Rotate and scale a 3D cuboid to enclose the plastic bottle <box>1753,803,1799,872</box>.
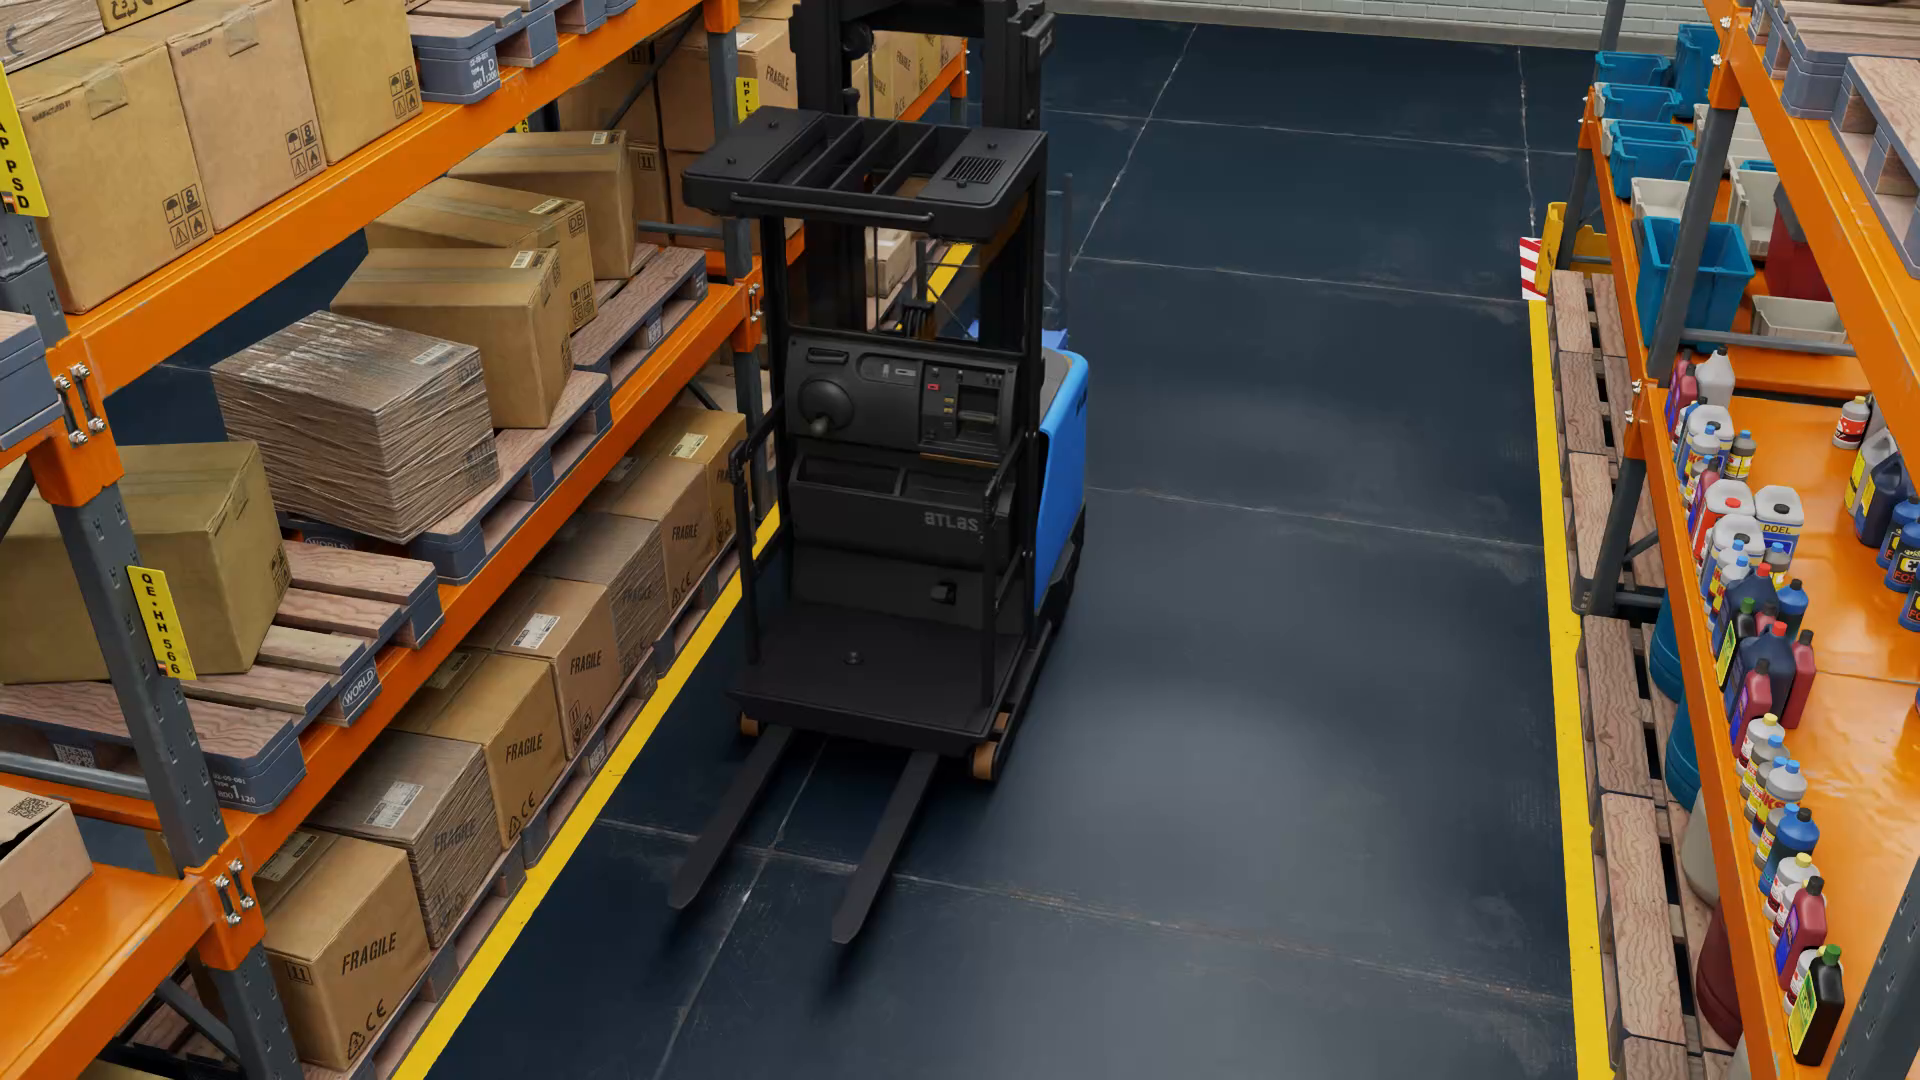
[{"bbox_3d":[2.179,0.784,4.406,0.097,0.201,0.097,0,32,0],"label":"plastic bottle"}]

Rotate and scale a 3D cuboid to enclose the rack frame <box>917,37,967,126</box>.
[{"bbox_3d":[-0.451,-3.531,11.008,1.000,3.000,0.127,8,33,12],"label":"rack frame"}]

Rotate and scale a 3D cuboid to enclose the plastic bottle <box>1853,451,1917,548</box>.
[{"bbox_3d":[3.221,-0.160,5.752,0.144,0.351,0.185,8,33,12],"label":"plastic bottle"}]

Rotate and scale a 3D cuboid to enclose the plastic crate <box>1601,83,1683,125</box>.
[{"bbox_3d":[3.791,-2.384,9.305,0.416,0.233,0.300,8,33,12],"label":"plastic crate"}]

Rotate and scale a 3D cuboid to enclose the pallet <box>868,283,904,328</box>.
[{"bbox_3d":[-0.983,-1.270,10.050,1.003,0.211,1.213,8,33,12],"label":"pallet"}]

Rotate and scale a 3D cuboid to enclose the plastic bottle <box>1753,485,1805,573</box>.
[{"bbox_3d":[2.750,-0.037,5.628,0.152,0.276,0.135,8,33,12],"label":"plastic bottle"}]

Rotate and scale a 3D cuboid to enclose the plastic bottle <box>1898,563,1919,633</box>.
[{"bbox_3d":[3.098,0.158,5.325,0.097,0.271,0.097,0,32,0],"label":"plastic bottle"}]

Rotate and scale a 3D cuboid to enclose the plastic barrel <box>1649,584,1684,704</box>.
[{"bbox_3d":[3.170,0.210,6.689,0.600,0.901,0.708,8,33,12],"label":"plastic barrel"}]

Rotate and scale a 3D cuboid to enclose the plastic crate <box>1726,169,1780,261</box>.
[{"bbox_3d":[3.890,-1.521,7.902,0.437,0.282,0.530,8,33,12],"label":"plastic crate"}]

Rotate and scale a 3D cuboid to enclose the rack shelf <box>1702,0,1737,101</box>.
[{"bbox_3d":[3.832,-2.779,7.700,1.077,0.370,4.000,8,33,12],"label":"rack shelf"}]

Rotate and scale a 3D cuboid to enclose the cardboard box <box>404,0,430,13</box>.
[{"bbox_3d":[-2.001,-2.039,5.287,0.600,0.600,0.600,7,33,10],"label":"cardboard box"}]

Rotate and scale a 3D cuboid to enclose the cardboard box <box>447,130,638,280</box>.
[{"bbox_3d":[-1.803,-1.459,7.265,0.700,0.500,0.500,-3,33,-4],"label":"cardboard box"}]

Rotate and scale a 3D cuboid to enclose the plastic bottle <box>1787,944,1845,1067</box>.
[{"bbox_3d":[1.999,1.078,3.867,0.061,0.283,0.133,8,33,12],"label":"plastic bottle"}]

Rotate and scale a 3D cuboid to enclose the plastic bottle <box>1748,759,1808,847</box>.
[{"bbox_3d":[2.203,0.704,4.466,0.097,0.271,0.097,0,32,0],"label":"plastic bottle"}]

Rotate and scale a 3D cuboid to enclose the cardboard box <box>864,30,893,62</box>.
[{"bbox_3d":[-0.683,-2.928,9.035,0.500,0.500,0.500,9,34,14],"label":"cardboard box"}]

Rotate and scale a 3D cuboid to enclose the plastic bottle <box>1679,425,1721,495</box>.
[{"bbox_3d":[2.689,-0.290,6.030,0.097,0.271,0.097,0,32,0],"label":"plastic bottle"}]

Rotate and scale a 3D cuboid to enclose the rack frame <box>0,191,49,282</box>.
[{"bbox_3d":[-2.481,-1.911,2.868,1.000,3.000,0.127,8,33,12],"label":"rack frame"}]

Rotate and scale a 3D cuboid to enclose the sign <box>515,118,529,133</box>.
[{"bbox_3d":[-1.993,-1.890,7.621,0.100,0.325,0.005,8,33,12],"label":"sign"}]

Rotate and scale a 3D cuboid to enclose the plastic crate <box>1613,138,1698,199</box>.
[{"bbox_3d":[3.548,-1.887,8.522,0.416,0.233,0.300,8,33,12],"label":"plastic crate"}]

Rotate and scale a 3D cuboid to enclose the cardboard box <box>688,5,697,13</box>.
[{"bbox_3d":[-1.461,-2.483,8.335,0.500,0.500,0.500,7,33,11],"label":"cardboard box"}]

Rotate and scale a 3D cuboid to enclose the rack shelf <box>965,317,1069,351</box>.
[{"bbox_3d":[0.184,-0.818,8.473,0.538,0.185,1.000,9,33,13],"label":"rack shelf"}]

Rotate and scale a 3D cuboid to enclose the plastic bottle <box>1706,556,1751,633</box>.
[{"bbox_3d":[2.464,0.172,5.304,0.097,0.271,0.097,0,32,0],"label":"plastic bottle"}]

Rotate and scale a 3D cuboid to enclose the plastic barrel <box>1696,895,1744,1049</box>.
[{"bbox_3d":[2.703,1.295,5.273,0.600,0.588,0.708,8,33,12],"label":"plastic barrel"}]

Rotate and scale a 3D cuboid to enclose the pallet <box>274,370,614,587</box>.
[{"bbox_3d":[-1.992,-0.308,6.118,1.003,0.211,1.213,8,33,12],"label":"pallet"}]

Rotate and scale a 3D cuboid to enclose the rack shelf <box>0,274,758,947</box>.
[{"bbox_3d":[-1.974,-0.114,6.303,1.077,0.370,4.000,8,33,12],"label":"rack shelf"}]

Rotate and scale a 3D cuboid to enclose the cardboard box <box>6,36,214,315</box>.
[{"bbox_3d":[-2.403,-0.918,4.010,0.910,0.500,0.500,8,33,12],"label":"cardboard box"}]

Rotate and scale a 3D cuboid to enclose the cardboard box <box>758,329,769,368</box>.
[{"bbox_3d":[-0.940,-1.084,9.390,0.380,0.166,0.250,8,33,12],"label":"cardboard box"}]

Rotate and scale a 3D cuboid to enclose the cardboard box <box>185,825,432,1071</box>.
[{"bbox_3d":[-2.089,1.293,5.341,0.500,0.500,0.500,9,34,14],"label":"cardboard box"}]

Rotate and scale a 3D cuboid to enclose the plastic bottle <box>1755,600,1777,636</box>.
[{"bbox_3d":[2.429,0.328,5.046,0.061,0.283,0.133,8,33,12],"label":"plastic bottle"}]

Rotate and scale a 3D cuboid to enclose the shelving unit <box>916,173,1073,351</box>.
[{"bbox_3d":[0.184,-0.969,8.377,0.538,1.500,1.048,9,33,13],"label":"shelving unit"}]

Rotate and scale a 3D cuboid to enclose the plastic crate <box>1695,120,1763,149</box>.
[{"bbox_3d":[4.220,-2.172,9.061,0.396,0.136,0.243,8,33,12],"label":"plastic crate"}]

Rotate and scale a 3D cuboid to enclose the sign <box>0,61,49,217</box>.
[{"bbox_3d":[-1.946,-0.817,3.388,0.100,0.325,0.005,8,33,12],"label":"sign"}]

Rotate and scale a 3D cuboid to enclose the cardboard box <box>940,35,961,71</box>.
[{"bbox_3d":[-0.301,-3.303,10.557,0.500,0.500,0.500,9,34,14],"label":"cardboard box"}]

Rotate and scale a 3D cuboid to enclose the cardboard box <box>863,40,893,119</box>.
[{"bbox_3d":[-0.690,-2.514,9.316,0.500,0.500,0.500,8,33,12],"label":"cardboard box"}]

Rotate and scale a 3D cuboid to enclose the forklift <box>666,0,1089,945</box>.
[{"bbox_3d":[-0.293,-0.501,6.306,1.130,2.935,3.031,9,33,13],"label":"forklift"}]

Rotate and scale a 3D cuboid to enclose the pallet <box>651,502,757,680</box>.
[{"bbox_3d":[-1.636,0.149,7.819,1.003,0.211,1.213,8,33,12],"label":"pallet"}]

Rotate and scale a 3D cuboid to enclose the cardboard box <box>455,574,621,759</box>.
[{"bbox_3d":[-1.702,0.489,6.605,0.500,0.500,0.500,7,33,11],"label":"cardboard box"}]

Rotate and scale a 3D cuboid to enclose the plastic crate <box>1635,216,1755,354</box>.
[{"bbox_3d":[3.113,-1.086,7.121,0.392,0.384,0.575,8,33,12],"label":"plastic crate"}]

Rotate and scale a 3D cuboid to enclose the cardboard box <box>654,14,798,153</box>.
[{"bbox_3d":[-1.074,-2.125,7.772,0.500,0.500,0.500,9,34,14],"label":"cardboard box"}]

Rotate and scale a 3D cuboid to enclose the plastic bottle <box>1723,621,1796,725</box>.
[{"bbox_3d":[2.370,0.380,4.903,0.144,0.351,0.185,8,33,12],"label":"plastic bottle"}]

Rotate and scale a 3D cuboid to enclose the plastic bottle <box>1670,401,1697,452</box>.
[{"bbox_3d":[2.773,-0.431,6.317,0.097,0.201,0.097,0,32,0],"label":"plastic bottle"}]

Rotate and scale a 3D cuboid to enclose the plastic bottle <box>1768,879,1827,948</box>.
[{"bbox_3d":[2.105,0.936,4.167,0.097,0.201,0.097,0,32,0],"label":"plastic bottle"}]

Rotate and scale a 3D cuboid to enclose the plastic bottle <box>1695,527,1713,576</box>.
[{"bbox_3d":[2.547,0.030,5.591,0.097,0.201,0.097,0,32,0],"label":"plastic bottle"}]

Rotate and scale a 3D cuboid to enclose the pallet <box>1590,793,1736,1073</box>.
[{"bbox_3d":[2.780,1.428,5.807,1.003,0.211,1.213,8,33,12],"label":"pallet"}]

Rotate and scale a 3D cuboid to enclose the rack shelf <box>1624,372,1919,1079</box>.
[{"bbox_3d":[2.817,0.563,5.239,1.077,0.370,4.000,8,33,12],"label":"rack shelf"}]

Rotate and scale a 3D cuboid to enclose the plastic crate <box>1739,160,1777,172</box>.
[{"bbox_3d":[4.066,-1.708,8.242,0.416,0.233,0.300,8,33,12],"label":"plastic crate"}]

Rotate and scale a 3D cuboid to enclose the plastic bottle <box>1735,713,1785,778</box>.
[{"bbox_3d":[2.278,0.582,4.724,0.097,0.201,0.097,0,32,0],"label":"plastic bottle"}]

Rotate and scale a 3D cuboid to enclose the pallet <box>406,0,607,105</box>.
[{"bbox_3d":[-1.960,-1.774,5.624,1.213,0.211,1.003,8,33,12],"label":"pallet"}]

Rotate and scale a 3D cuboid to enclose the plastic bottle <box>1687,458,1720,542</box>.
[{"bbox_3d":[2.593,-0.136,5.777,0.061,0.283,0.133,8,33,12],"label":"plastic bottle"}]

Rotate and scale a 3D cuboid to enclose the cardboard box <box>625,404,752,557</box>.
[{"bbox_3d":[-1.314,-0.291,7.831,0.500,0.500,0.500,8,33,12],"label":"cardboard box"}]

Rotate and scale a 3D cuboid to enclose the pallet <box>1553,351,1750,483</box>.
[{"bbox_3d":[3.781,-0.624,9.035,1.003,0.211,1.213,8,33,12],"label":"pallet"}]

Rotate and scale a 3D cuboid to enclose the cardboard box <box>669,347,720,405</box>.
[{"bbox_3d":[-1.596,-0.920,8.821,0.500,0.500,0.500,8,33,12],"label":"cardboard box"}]

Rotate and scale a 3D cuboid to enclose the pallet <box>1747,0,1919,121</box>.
[{"bbox_3d":[3.220,-1.545,5.264,1.213,0.211,1.003,8,33,12],"label":"pallet"}]

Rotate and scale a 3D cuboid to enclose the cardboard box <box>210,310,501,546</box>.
[{"bbox_3d":[-2.014,-0.390,5.582,0.700,0.500,0.500,14,35,21],"label":"cardboard box"}]
